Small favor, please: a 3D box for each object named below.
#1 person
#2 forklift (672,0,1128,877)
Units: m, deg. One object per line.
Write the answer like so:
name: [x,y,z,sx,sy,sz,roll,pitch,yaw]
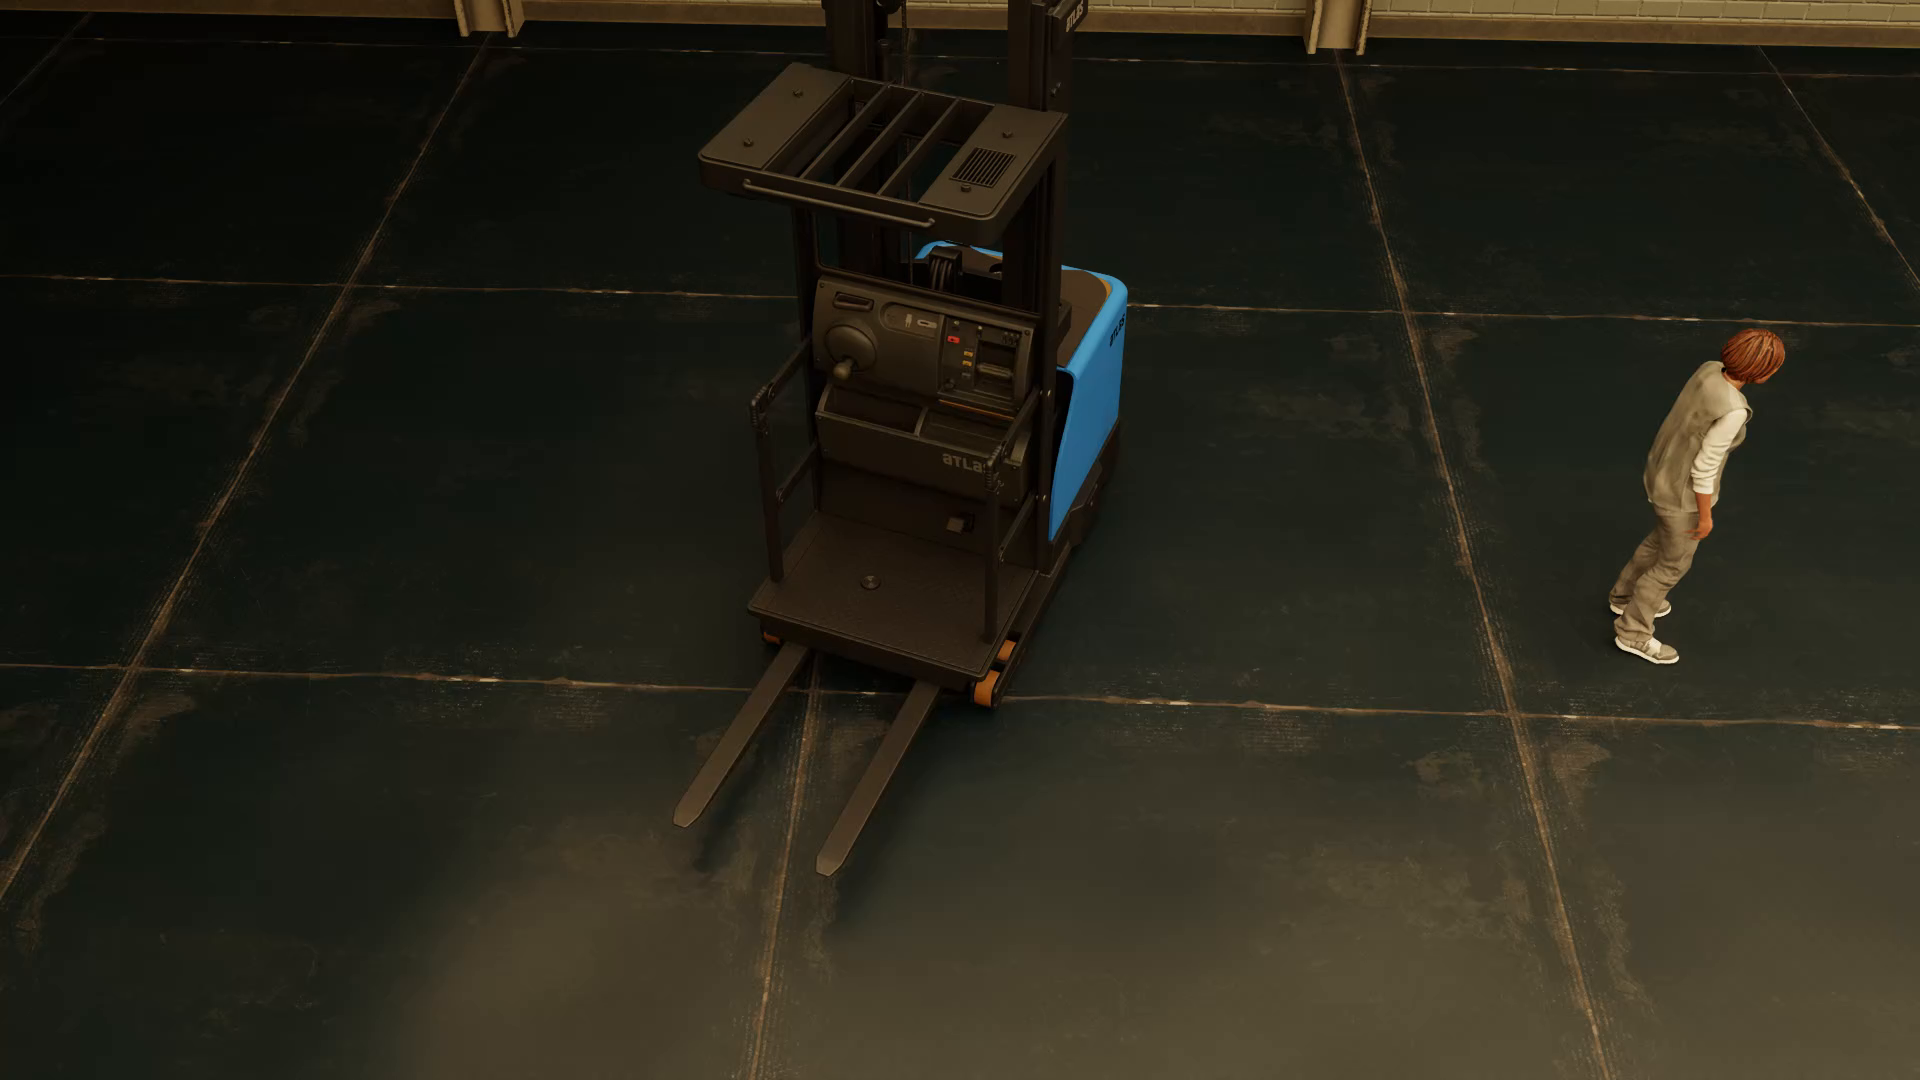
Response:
person: [3.040,-0.207,6.961,0.340,1.594,0.485,6,43,7]
forklift: [-0.234,-0.691,6.499,1.130,2.935,3.031,15,45,16]
